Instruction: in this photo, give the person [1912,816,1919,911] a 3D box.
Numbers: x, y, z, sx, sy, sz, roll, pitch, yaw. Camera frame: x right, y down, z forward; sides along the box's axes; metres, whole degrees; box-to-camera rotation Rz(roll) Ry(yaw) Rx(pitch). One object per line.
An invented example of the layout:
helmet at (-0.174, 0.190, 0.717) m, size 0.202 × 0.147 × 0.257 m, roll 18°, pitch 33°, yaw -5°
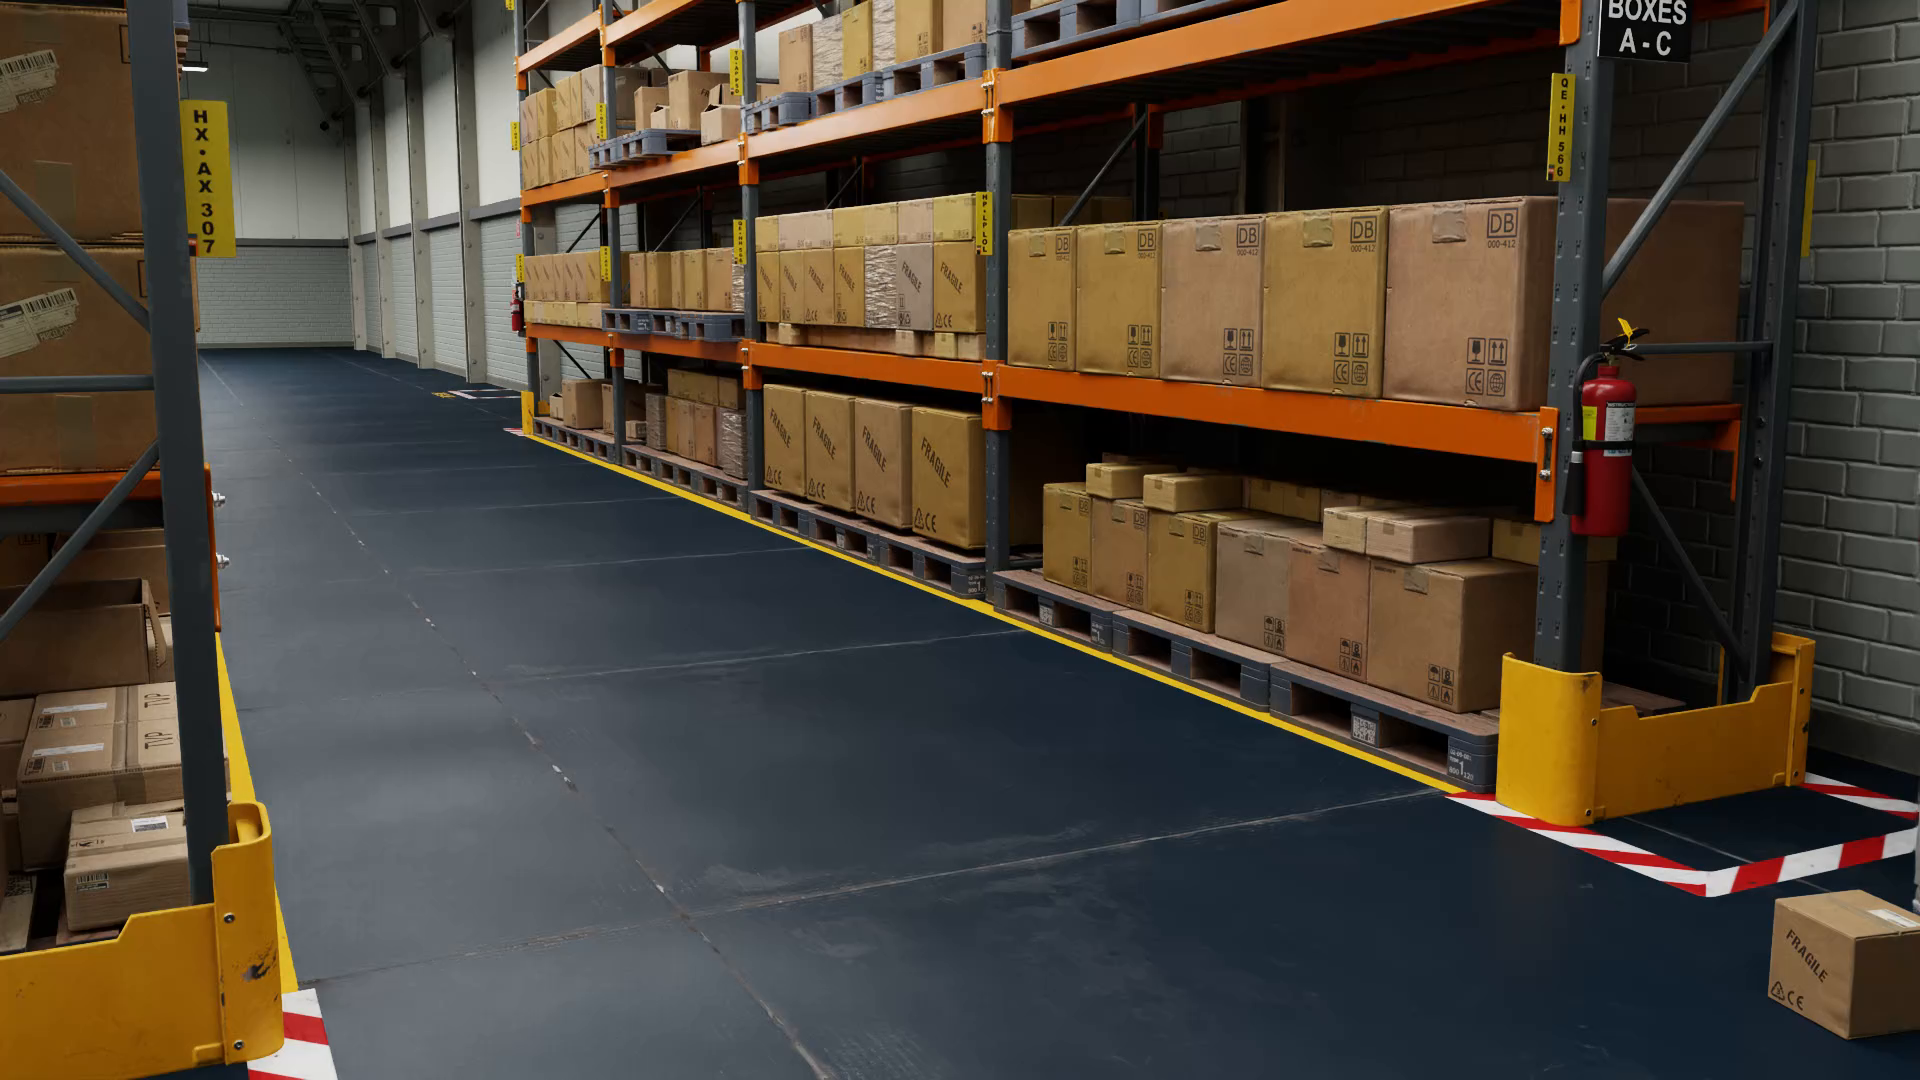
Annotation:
person at (2.877, 0.201, 4.472) m, size 0.702 × 1.709 × 0.525 m, roll -5°, pitch 10°, yaw -29°
